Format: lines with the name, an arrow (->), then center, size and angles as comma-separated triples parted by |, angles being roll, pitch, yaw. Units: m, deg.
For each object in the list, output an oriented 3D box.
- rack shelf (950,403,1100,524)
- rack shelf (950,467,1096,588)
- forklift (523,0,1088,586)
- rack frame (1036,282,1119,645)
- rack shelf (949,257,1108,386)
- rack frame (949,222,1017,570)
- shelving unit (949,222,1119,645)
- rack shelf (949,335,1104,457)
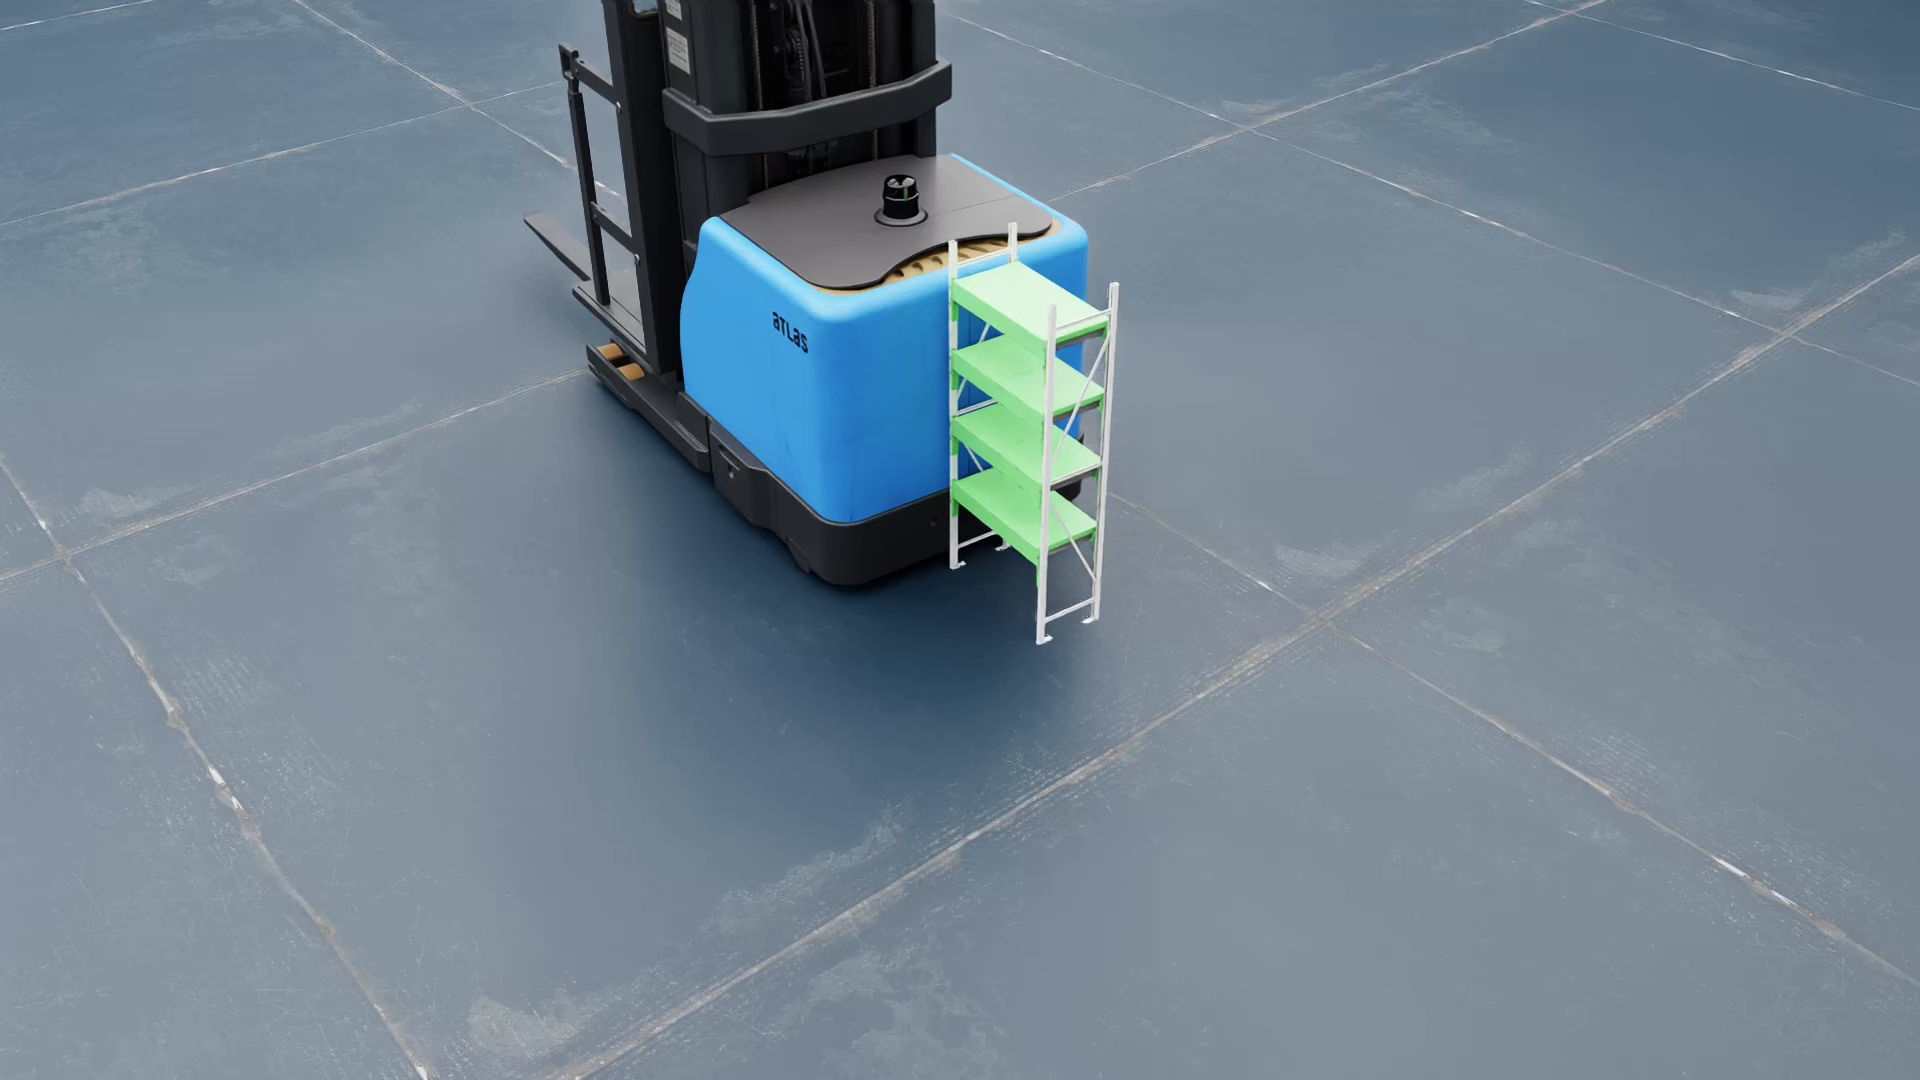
rack shelf -> 0.208, -0.262, 5.192 | 0.258, 0.148, 0.480 | -22, 41, -27
rack shelf -> 0.208, -0.066, 5.330 | 0.258, 0.148, 0.480 | -22, 41, -27
forklift -> -0.819, -1.856, 5.835 | 1.130, 2.935, 3.031 | -22, 41, -27
rack frame -> 0.346, -0.197, 4.991 | 0.240, 1.200, 0.015 | -22, 41, -27
rack shelf -> 0.208, -0.653, 4.914 | 0.258, 0.148, 0.480 | -22, 41, -27
rack frame -> 0.070, -0.430, 5.319 | 0.240, 1.200, 0.015 | -22, 41, -27
shelving unit -> 0.208, -0.314, 5.155 | 0.258, 1.200, 0.503 | -22, 41, -27
rack shelf -> 0.208, -0.457, 5.053 | 0.258, 0.148, 0.480 | -22, 41, -27
